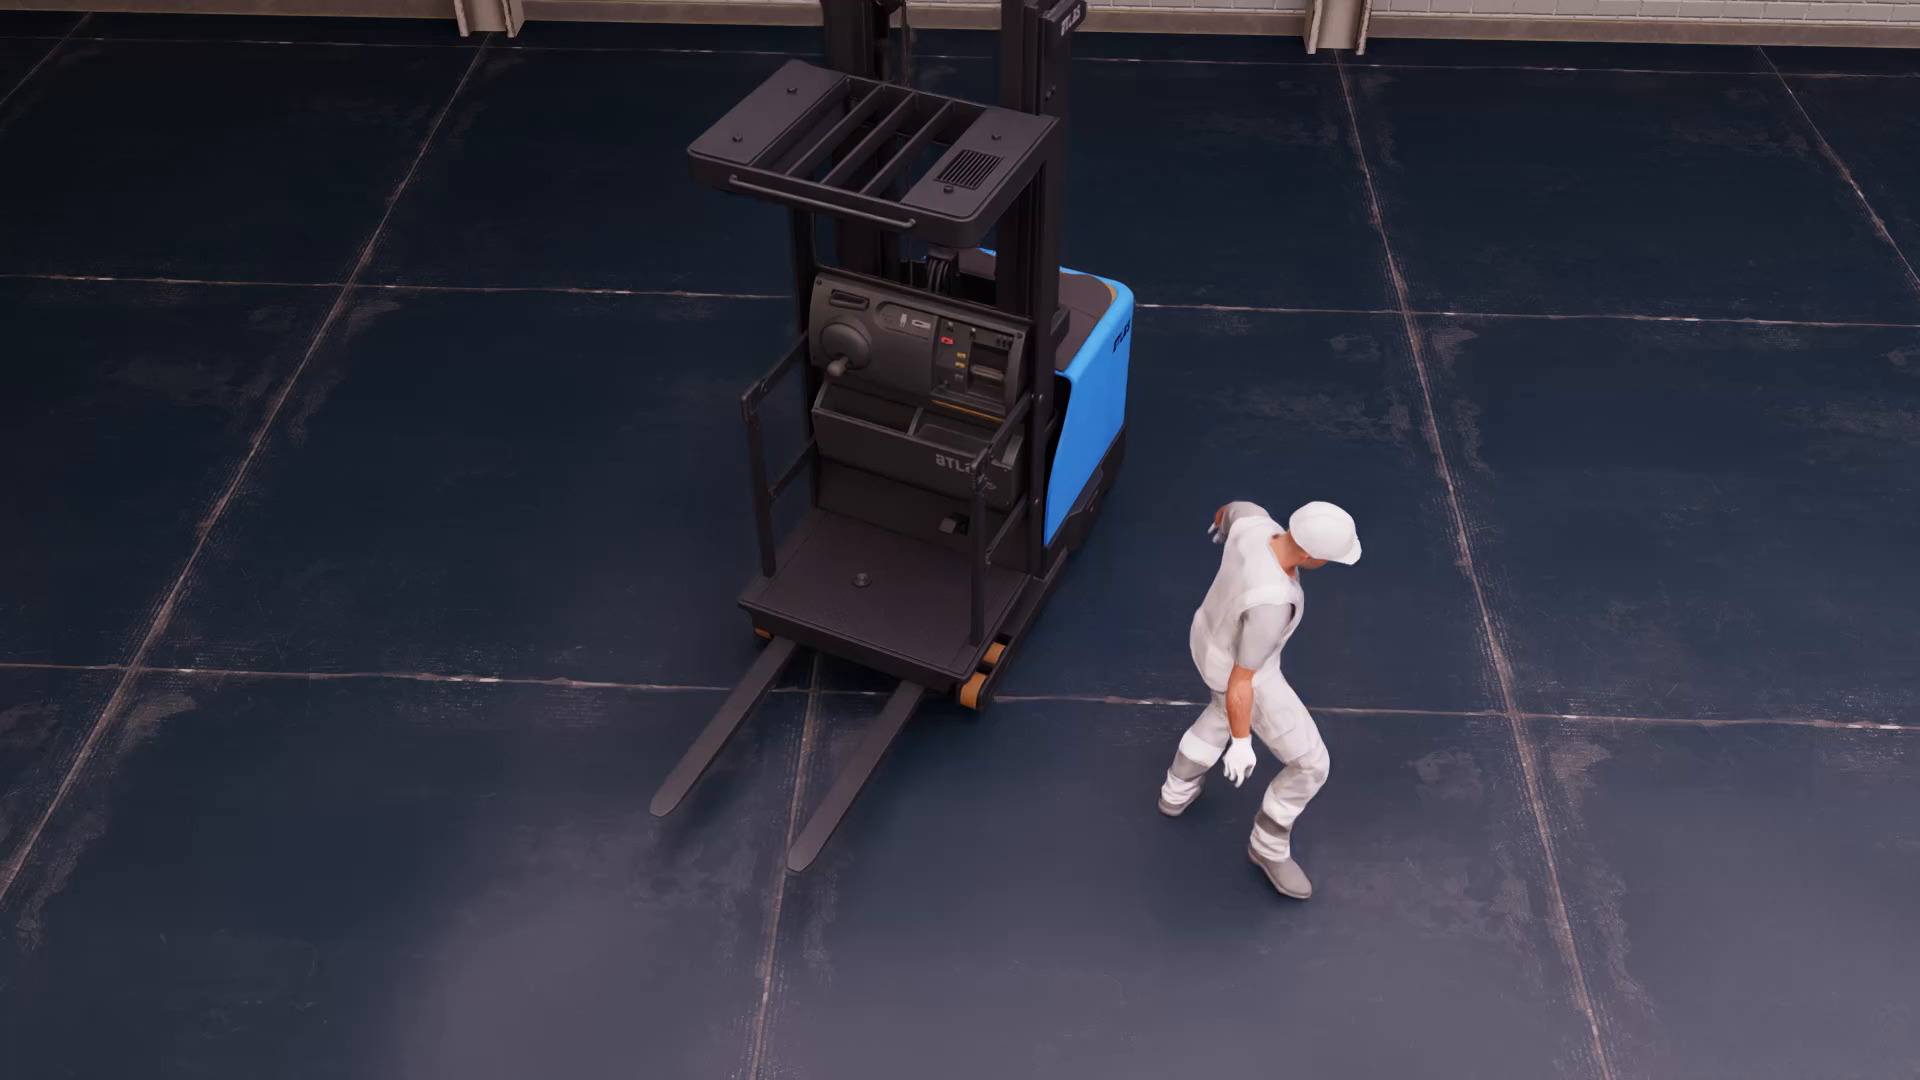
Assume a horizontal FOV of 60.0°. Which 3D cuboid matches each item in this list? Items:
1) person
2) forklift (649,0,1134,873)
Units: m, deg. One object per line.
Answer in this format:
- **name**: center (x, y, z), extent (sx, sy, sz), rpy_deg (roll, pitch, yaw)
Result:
- **person**: center (1.076, 0.436, 6.226), extent (0.564, 1.709, 1.145), rpy_deg (-4, 43, -5)
- **forklift**: center (-0.267, -0.694, 6.502), extent (1.130, 2.935, 3.031), rpy_deg (17, 45, 18)
